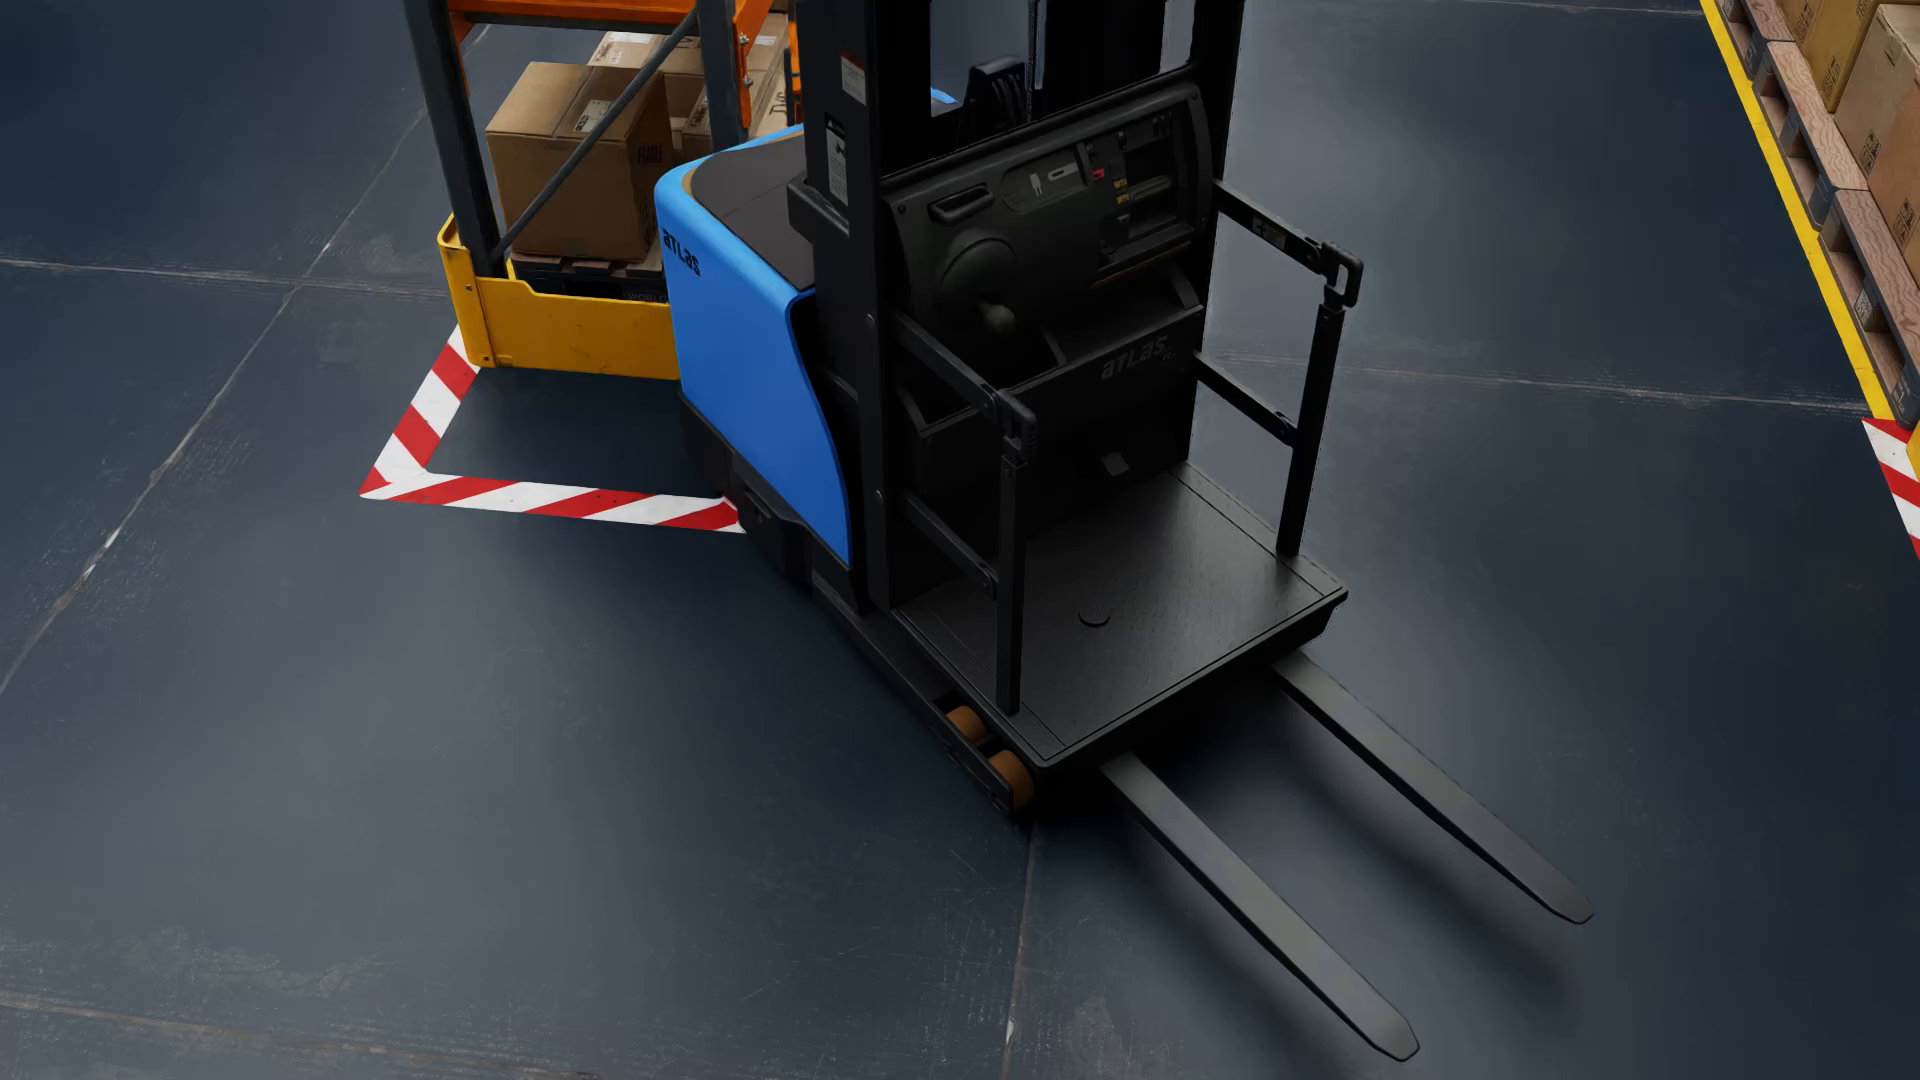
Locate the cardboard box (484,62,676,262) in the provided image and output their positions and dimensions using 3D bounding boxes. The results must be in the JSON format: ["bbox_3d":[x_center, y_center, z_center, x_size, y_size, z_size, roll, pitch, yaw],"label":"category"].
[{"bbox_3d":[-1.349,-1.368,6.011,0.500,0.500,0.500,5,44,6],"label":"cardboard box"}]

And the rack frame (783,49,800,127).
[{"bbox_3d":[-0.428,-1.065,5.500,0.240,1.200,0.015,-2,43,-3],"label":"rack frame"}]

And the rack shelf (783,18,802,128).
[{"bbox_3d":[-0.436,-1.518,5.407,0.258,0.148,0.480,-2,43,-3],"label":"rack shelf"}]

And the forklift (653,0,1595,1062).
[{"bbox_3d":[0.365,-0.718,3.876,1.130,2.935,3.031,-27,49,-25],"label":"forklift"}]

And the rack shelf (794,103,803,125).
[{"bbox_3d":[-0.439,-1.346,5.569,0.258,0.148,0.480,-2,43,-3],"label":"rack shelf"}]

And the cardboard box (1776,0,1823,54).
[{"bbox_3d":[3.993,-2.404,7.120,0.700,0.500,0.500,5,44,5],"label":"cardboard box"}]

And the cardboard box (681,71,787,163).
[{"bbox_3d":[-0.757,-1.570,6.406,0.500,0.250,0.500,5,44,6],"label":"cardboard box"}]

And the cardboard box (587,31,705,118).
[{"bbox_3d":[-1.193,-1.922,6.778,0.500,0.250,0.500,5,44,6],"label":"cardboard box"}]

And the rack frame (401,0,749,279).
[{"bbox_3d":[-1.176,-1.723,4.888,1.000,3.000,0.127,5,44,6],"label":"rack frame"}]

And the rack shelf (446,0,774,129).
[{"bbox_3d":[-0.912,-2.825,6.575,1.077,0.370,4.000,5,44,6],"label":"rack shelf"}]

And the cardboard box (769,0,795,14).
[{"bbox_3d":[-0.891,-2.422,7.122,0.797,0.503,0.637,5,44,6],"label":"cardboard box"}]

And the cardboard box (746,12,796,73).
[{"bbox_3d":[-0.691,-1.911,6.766,0.500,0.250,0.500,5,44,6],"label":"cardboard box"}]

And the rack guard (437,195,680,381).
[{"bbox_3d":[-1.166,-0.867,5.802,1.175,0.500,0.348,5,44,6],"label":"rack guard"}]

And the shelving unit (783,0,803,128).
[{"bbox_3d":[-0.441,-1.233,5.677,0.258,1.200,0.503,-2,43,-3],"label":"shelving unit"}]

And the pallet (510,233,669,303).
[{"bbox_3d":[-1.062,-1.306,6.476,1.003,0.211,1.213,5,44,6],"label":"pallet"}]

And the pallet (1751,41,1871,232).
[{"bbox_3d":[3.926,-1.644,6.833,1.003,0.211,1.213,5,44,6],"label":"pallet"}]

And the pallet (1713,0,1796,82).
[{"bbox_3d":[4.085,-2.478,7.713,1.003,0.211,1.213,5,44,6],"label":"pallet"}]

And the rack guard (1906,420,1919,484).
[{"bbox_3d":[3.731,-0.351,5.258,1.175,0.500,0.348,5,44,6],"label":"rack guard"}]

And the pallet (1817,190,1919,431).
[{"bbox_3d":[3.762,-0.815,5.957,1.003,0.211,1.213,5,44,6],"label":"pallet"}]

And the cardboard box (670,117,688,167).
[{"bbox_3d":[-1.206,-1.515,6.409,0.380,0.166,0.250,5,44,6],"label":"cardboard box"}]

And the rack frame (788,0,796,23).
[{"bbox_3d":[-0.454,-1.400,5.854,0.240,1.200,0.015,-2,43,-3],"label":"rack frame"}]

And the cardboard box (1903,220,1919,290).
[{"bbox_3d":[3.728,-1.006,5.644,0.700,0.500,0.500,5,44,6],"label":"cardboard box"}]

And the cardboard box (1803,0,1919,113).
[{"bbox_3d":[3.923,-2.054,6.751,0.700,0.500,0.500,6,44,6],"label":"cardboard box"}]

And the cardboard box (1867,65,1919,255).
[{"bbox_3d":[3.794,-1.347,6.004,0.700,0.500,0.500,5,44,5],"label":"cardboard box"}]

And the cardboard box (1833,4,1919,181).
[{"bbox_3d":[3.860,-1.690,6.366,0.700,0.500,0.500,4,44,4],"label":"cardboard box"}]
